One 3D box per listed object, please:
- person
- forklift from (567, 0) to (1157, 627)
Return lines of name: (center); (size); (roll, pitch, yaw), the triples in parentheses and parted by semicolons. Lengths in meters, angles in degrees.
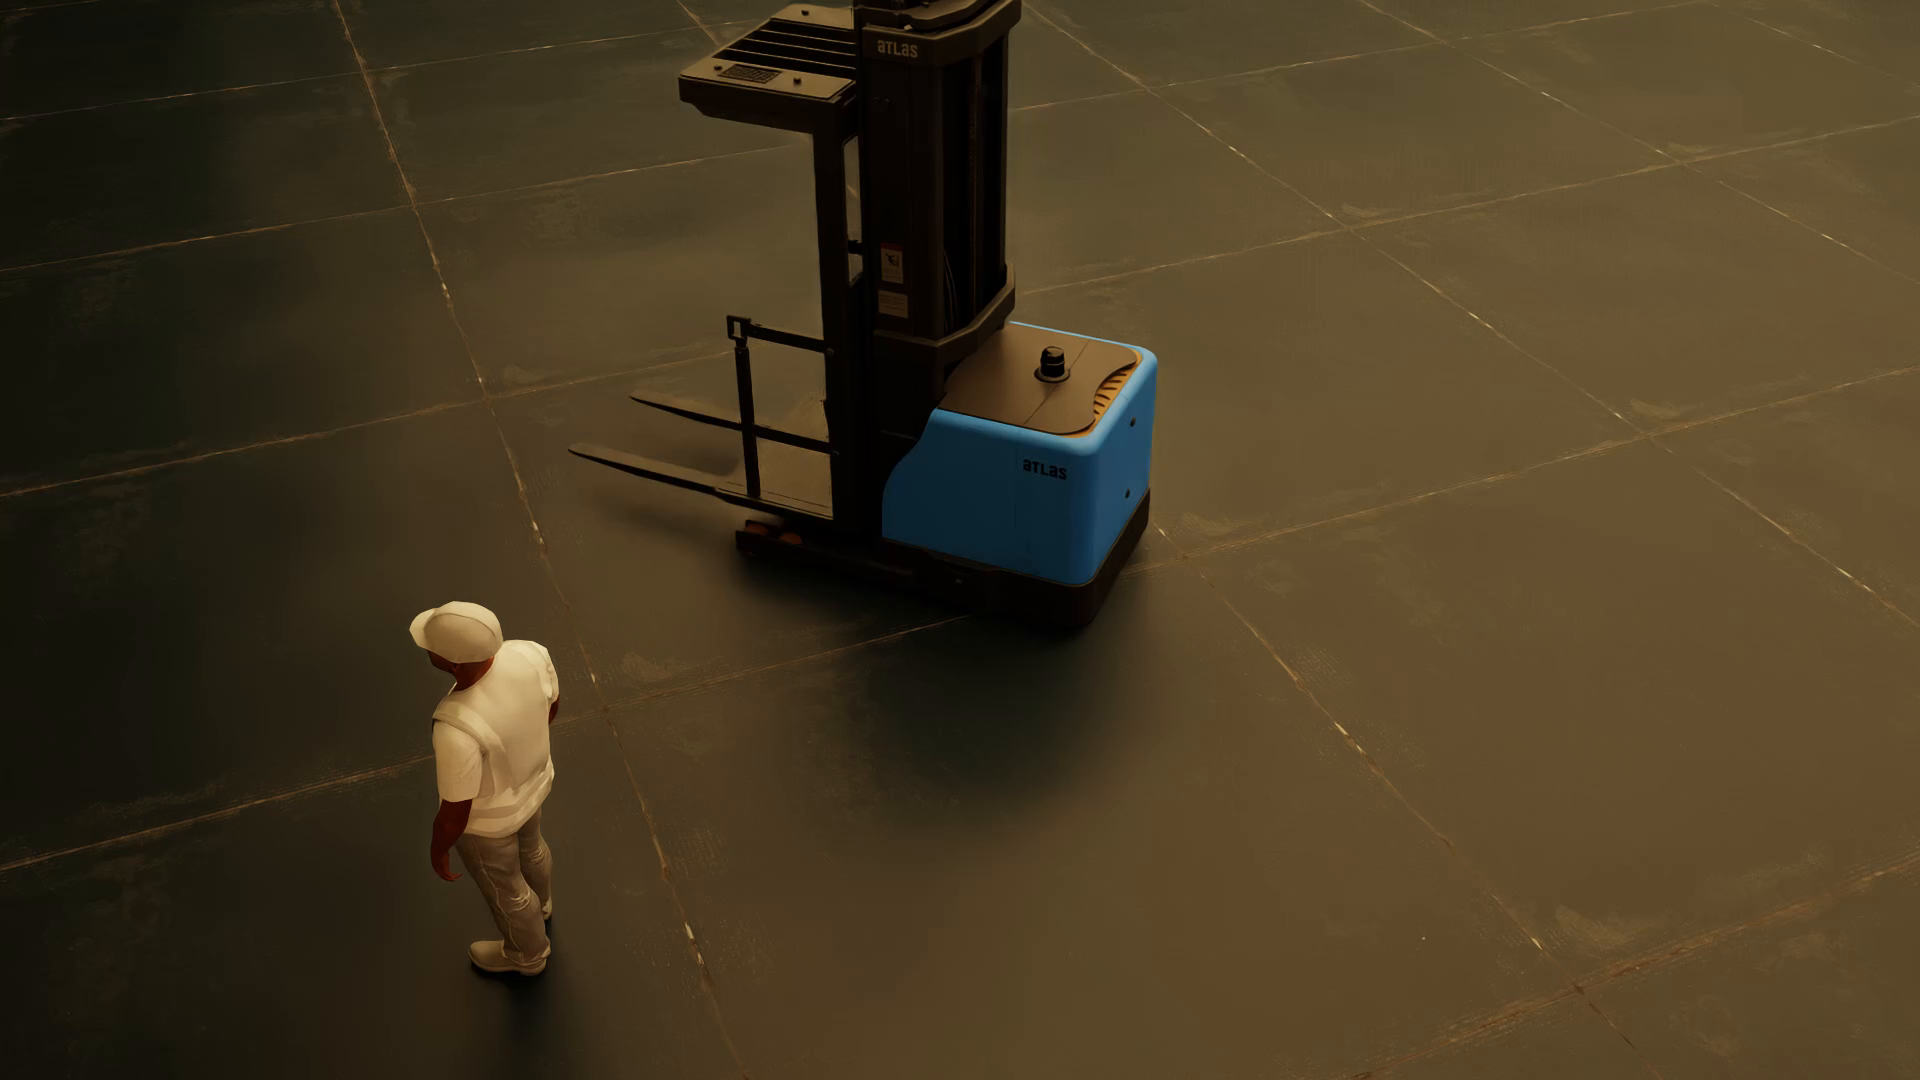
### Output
person: (-1.696, 0.878, 5.857); (0.578, 1.765, 0.666); (12, 37, 17)
forklift: (-0.591, -1.331, 7.970); (3.031, 2.935, 1.130); (14, 38, 19)
